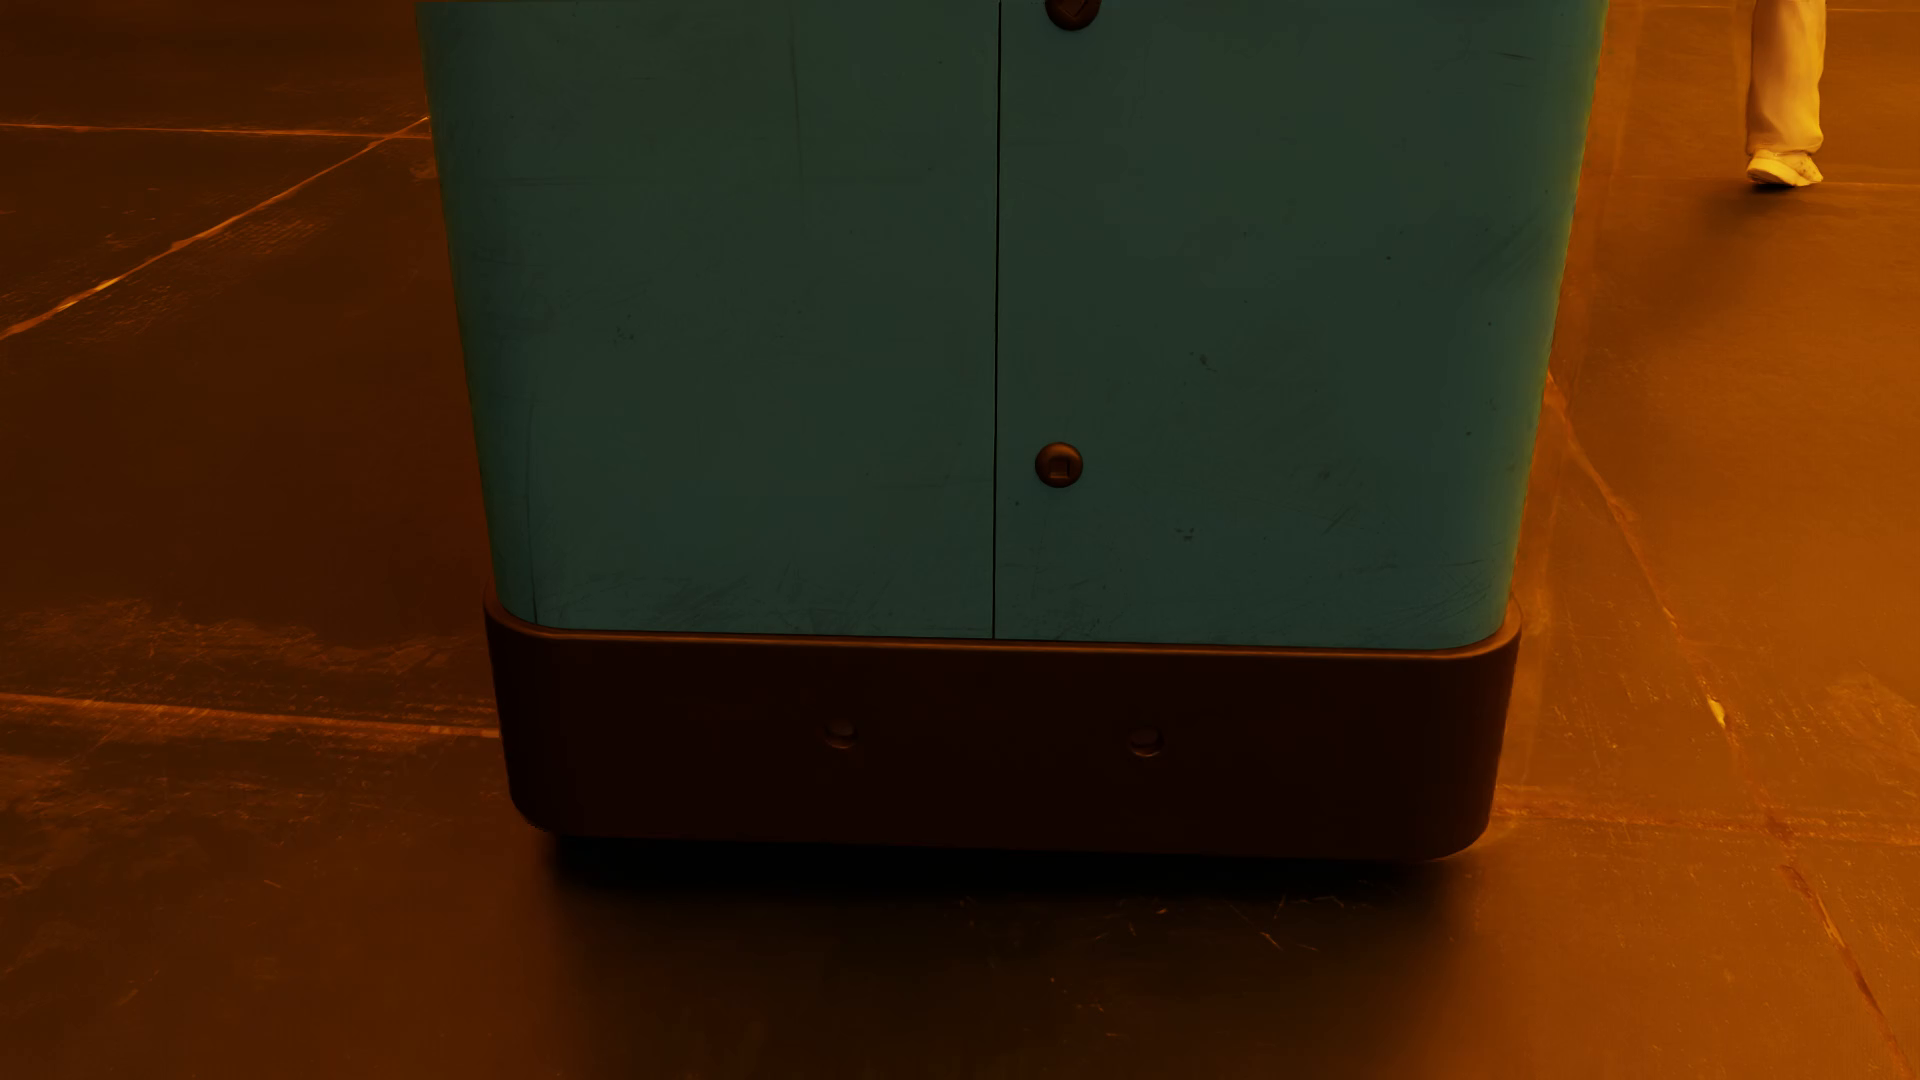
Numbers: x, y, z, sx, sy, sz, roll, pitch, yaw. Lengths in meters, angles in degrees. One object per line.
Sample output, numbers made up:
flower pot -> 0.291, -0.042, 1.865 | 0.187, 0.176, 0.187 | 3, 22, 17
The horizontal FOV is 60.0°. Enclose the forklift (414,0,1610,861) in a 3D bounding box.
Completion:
forklift -> 0.106, -1.605, 2.434 | 1.130, 2.935, 3.031 | 1, 27, 2

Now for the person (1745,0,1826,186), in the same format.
person -> 1.852, -1.633, 4.062 | 1.223, 1.684, 0.571 | 10, 28, 19
